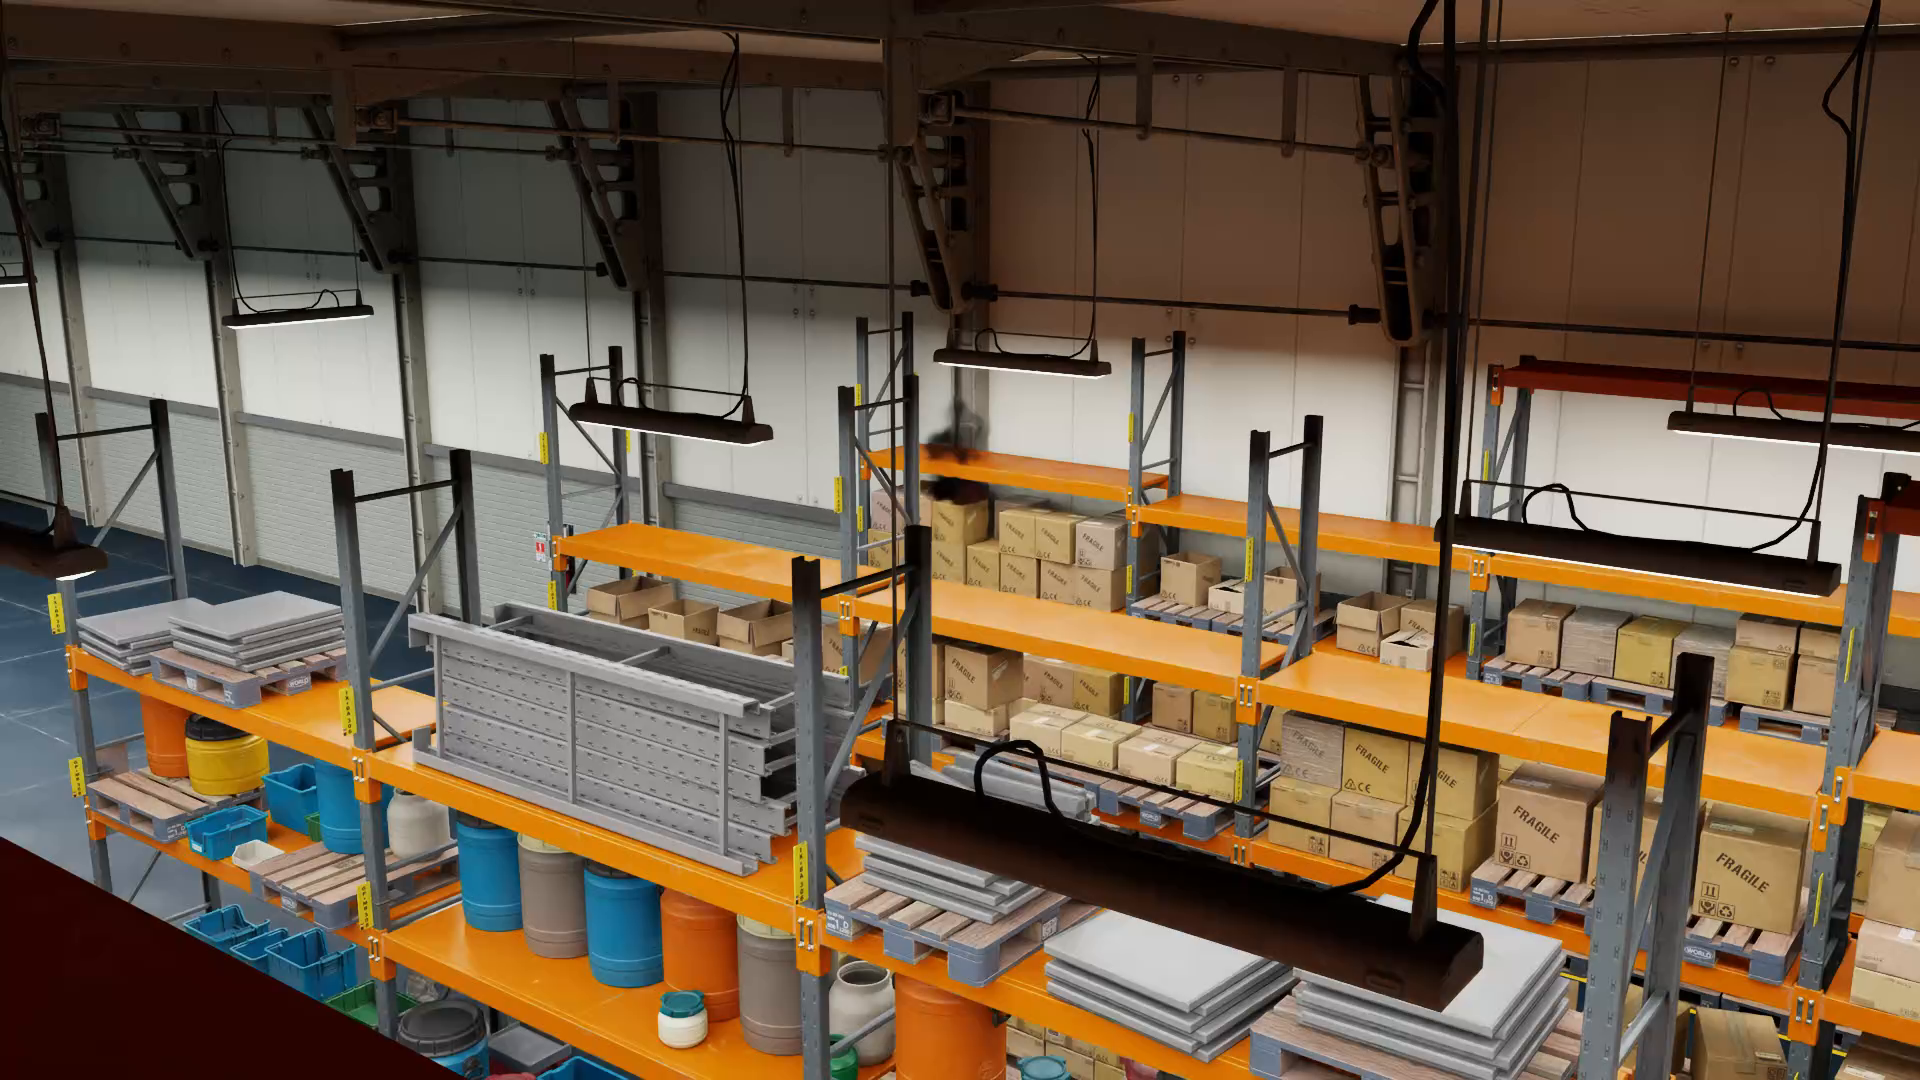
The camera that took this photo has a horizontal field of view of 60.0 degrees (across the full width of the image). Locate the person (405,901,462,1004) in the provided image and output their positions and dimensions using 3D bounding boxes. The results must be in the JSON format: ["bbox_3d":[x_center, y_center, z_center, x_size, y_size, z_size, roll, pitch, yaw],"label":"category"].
[{"bbox_3d":[-4.773,3.751,15.120,0.587,1.673,0.685,5,14,22],"label":"person"}]
